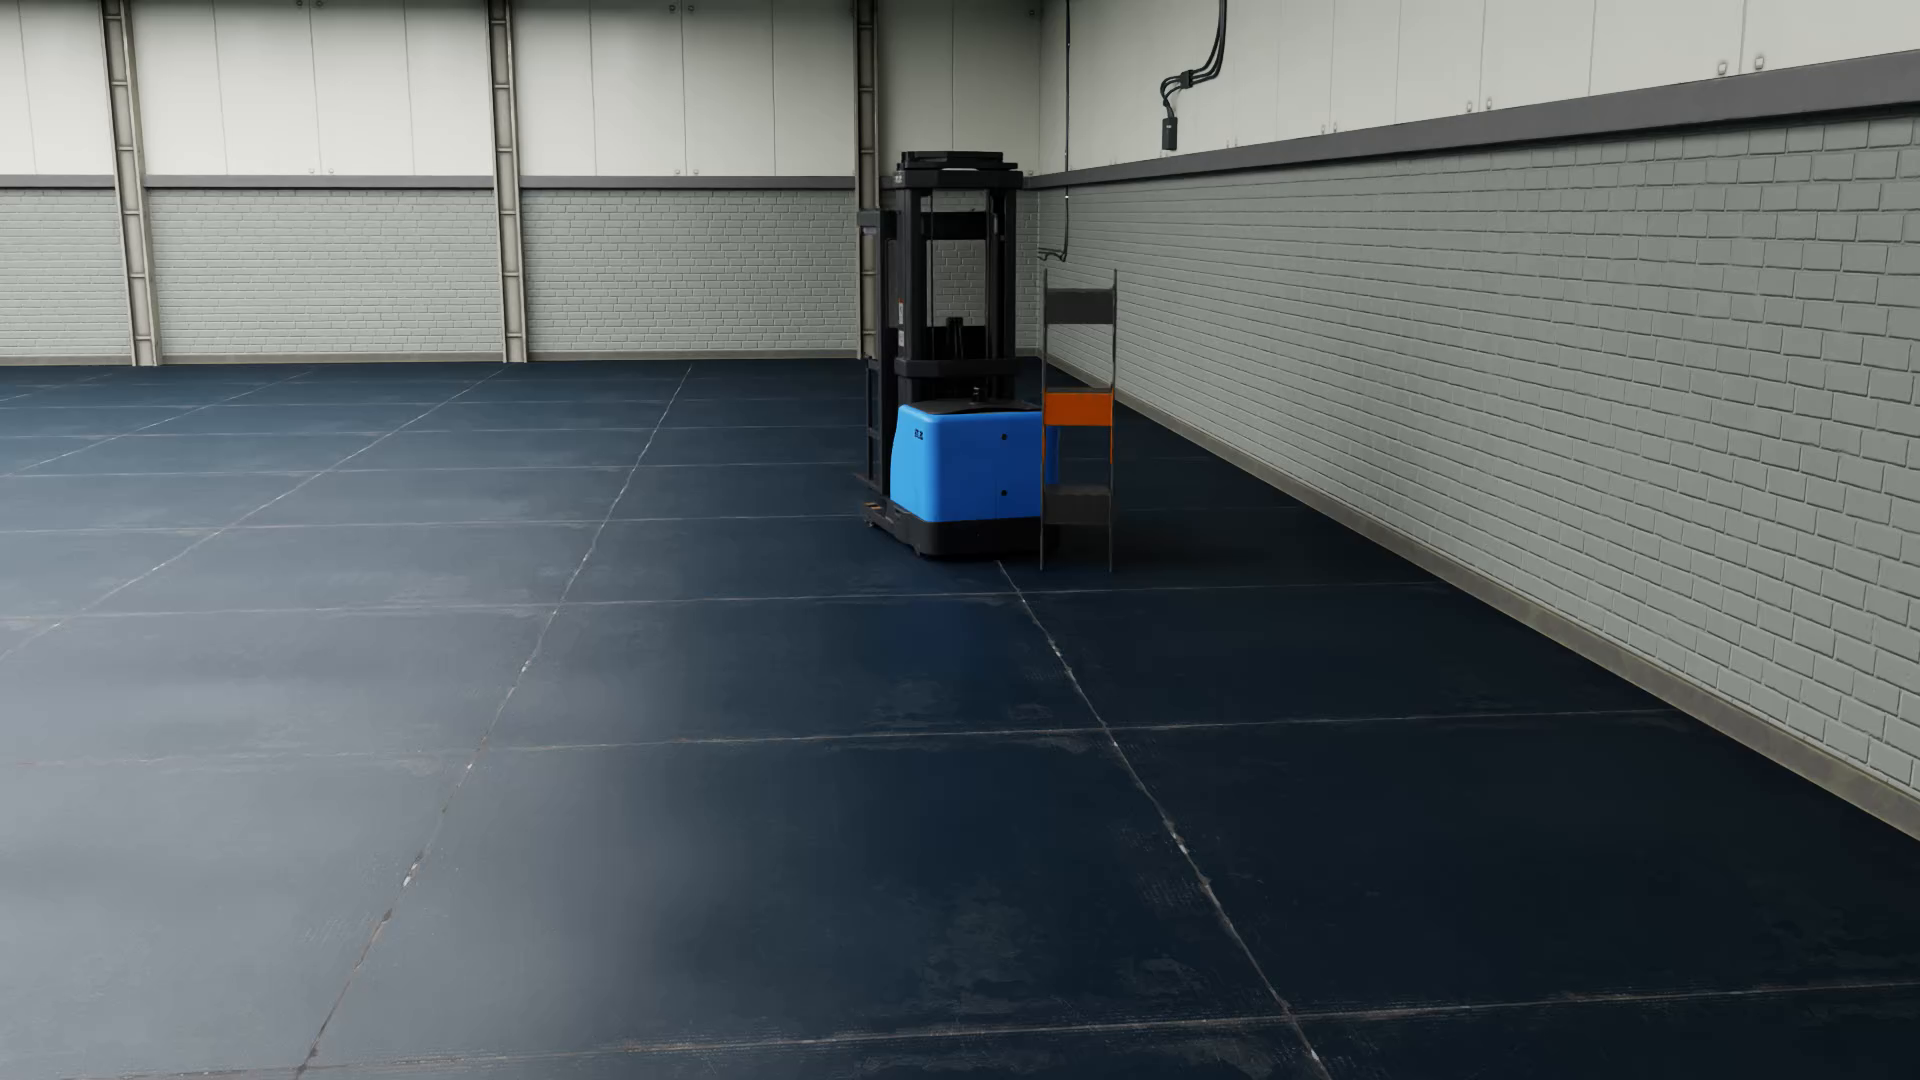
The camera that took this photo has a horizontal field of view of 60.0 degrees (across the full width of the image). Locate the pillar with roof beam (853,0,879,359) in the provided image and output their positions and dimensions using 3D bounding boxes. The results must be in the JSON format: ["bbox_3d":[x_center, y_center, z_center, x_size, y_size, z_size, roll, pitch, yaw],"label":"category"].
[{"bbox_3d":[-1.124,-6.753,23.890,0.400,9.000,9.100,-1,11,-6],"label":"pillar with roof beam"}]

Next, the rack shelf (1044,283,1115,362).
[{"bbox_3d":[0.832,-1.517,11.584,0.480,0.518,0.431,1,11,4],"label":"rack shelf"}]

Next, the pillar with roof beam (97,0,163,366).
[{"bbox_3d":[-13.054,-6.503,22.619,0.400,9.000,9.100,-1,11,-6],"label":"pillar with roof beam"}]

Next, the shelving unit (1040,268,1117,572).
[{"bbox_3d":[0.832,-0.844,11.717,0.503,2.100,0.431,1,11,4],"label":"shelving unit"}]

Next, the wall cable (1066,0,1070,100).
[{"bbox_3d":[1.774,-7.822,24.285,0.112,2.526,3.097,-1,11,-6],"label":"wall cable"}]

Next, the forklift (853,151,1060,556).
[{"bbox_3d":[-0.180,-1.562,13.215,1.130,2.935,3.031,-3,12,-17],"label":"forklift"}]

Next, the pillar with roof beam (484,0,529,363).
[{"bbox_3d":[-7.089,-6.628,23.254,0.400,9.000,9.100,-1,11,-6],"label":"pillar with roof beam"}]

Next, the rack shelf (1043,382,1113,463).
[{"bbox_3d":[0.832,-0.830,11.719,0.480,0.518,0.431,1,11,4],"label":"rack shelf"}]

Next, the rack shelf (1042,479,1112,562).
[{"bbox_3d":[0.832,-0.143,11.854,0.480,0.518,0.431,1,11,4],"label":"rack shelf"}]

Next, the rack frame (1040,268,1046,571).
[{"bbox_3d":[0.589,-0.847,11.733,0.015,2.100,0.400,1,11,4],"label":"rack frame"}]

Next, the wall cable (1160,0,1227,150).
[{"bbox_3d":[2.492,-7.234,17.521,0.169,6.003,2.305,-1,11,-6],"label":"wall cable"}]

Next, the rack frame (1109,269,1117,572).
[{"bbox_3d":[1.075,-0.840,11.700,0.015,2.100,0.400,1,11,4],"label":"rack frame"}]

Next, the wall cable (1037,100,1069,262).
[{"bbox_3d":[1.482,-5.863,27.411,0.112,2.526,3.097,-1,11,-6],"label":"wall cable"}]
